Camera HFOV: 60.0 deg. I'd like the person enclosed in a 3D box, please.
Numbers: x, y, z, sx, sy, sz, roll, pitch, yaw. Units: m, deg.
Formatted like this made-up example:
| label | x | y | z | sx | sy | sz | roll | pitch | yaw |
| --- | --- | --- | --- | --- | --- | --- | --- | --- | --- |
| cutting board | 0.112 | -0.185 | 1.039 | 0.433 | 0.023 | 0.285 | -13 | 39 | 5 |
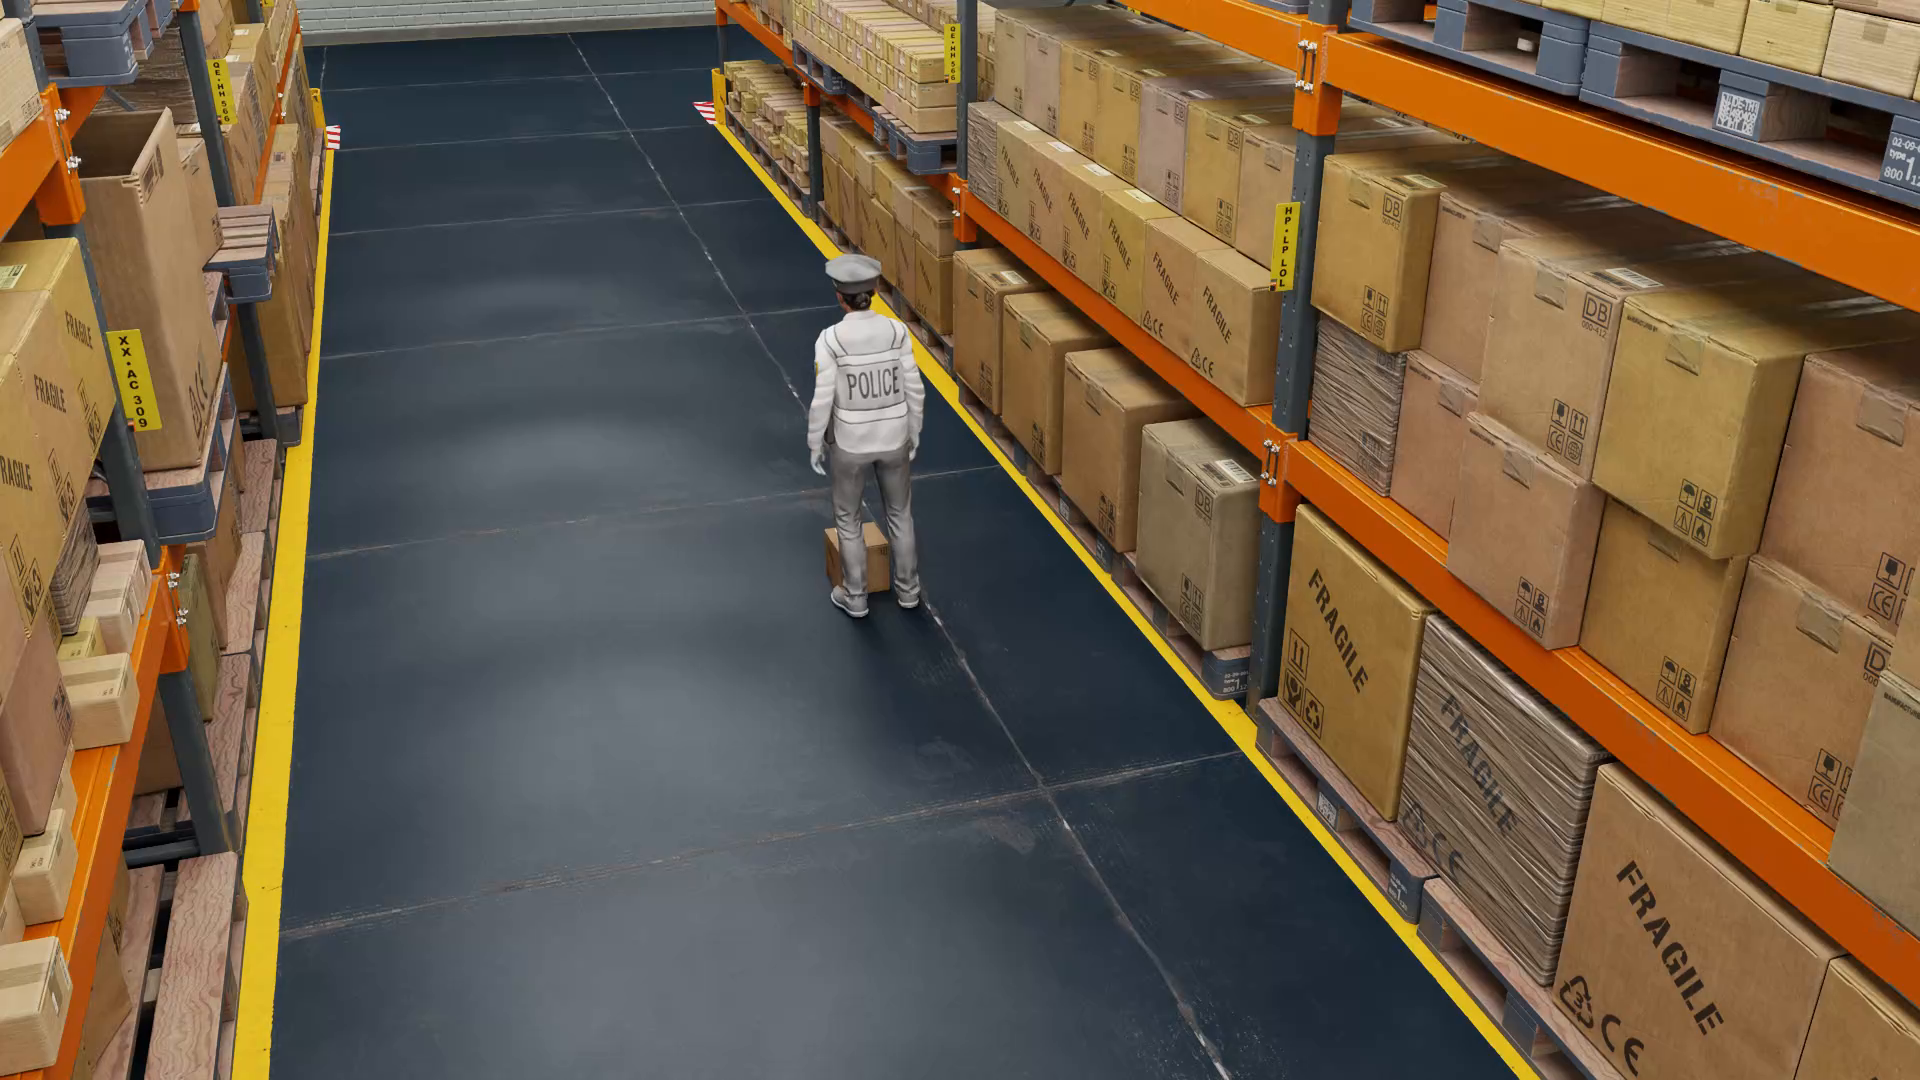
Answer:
| label | x | y | z | sx | sy | sz | roll | pitch | yaw |
| --- | --- | --- | --- | --- | --- | --- | --- | --- | --- |
| person | -0.421 | -0.439 | 7.490 | 0.540 | 1.664 | 0.375 | -9 | 28 | -18 |
